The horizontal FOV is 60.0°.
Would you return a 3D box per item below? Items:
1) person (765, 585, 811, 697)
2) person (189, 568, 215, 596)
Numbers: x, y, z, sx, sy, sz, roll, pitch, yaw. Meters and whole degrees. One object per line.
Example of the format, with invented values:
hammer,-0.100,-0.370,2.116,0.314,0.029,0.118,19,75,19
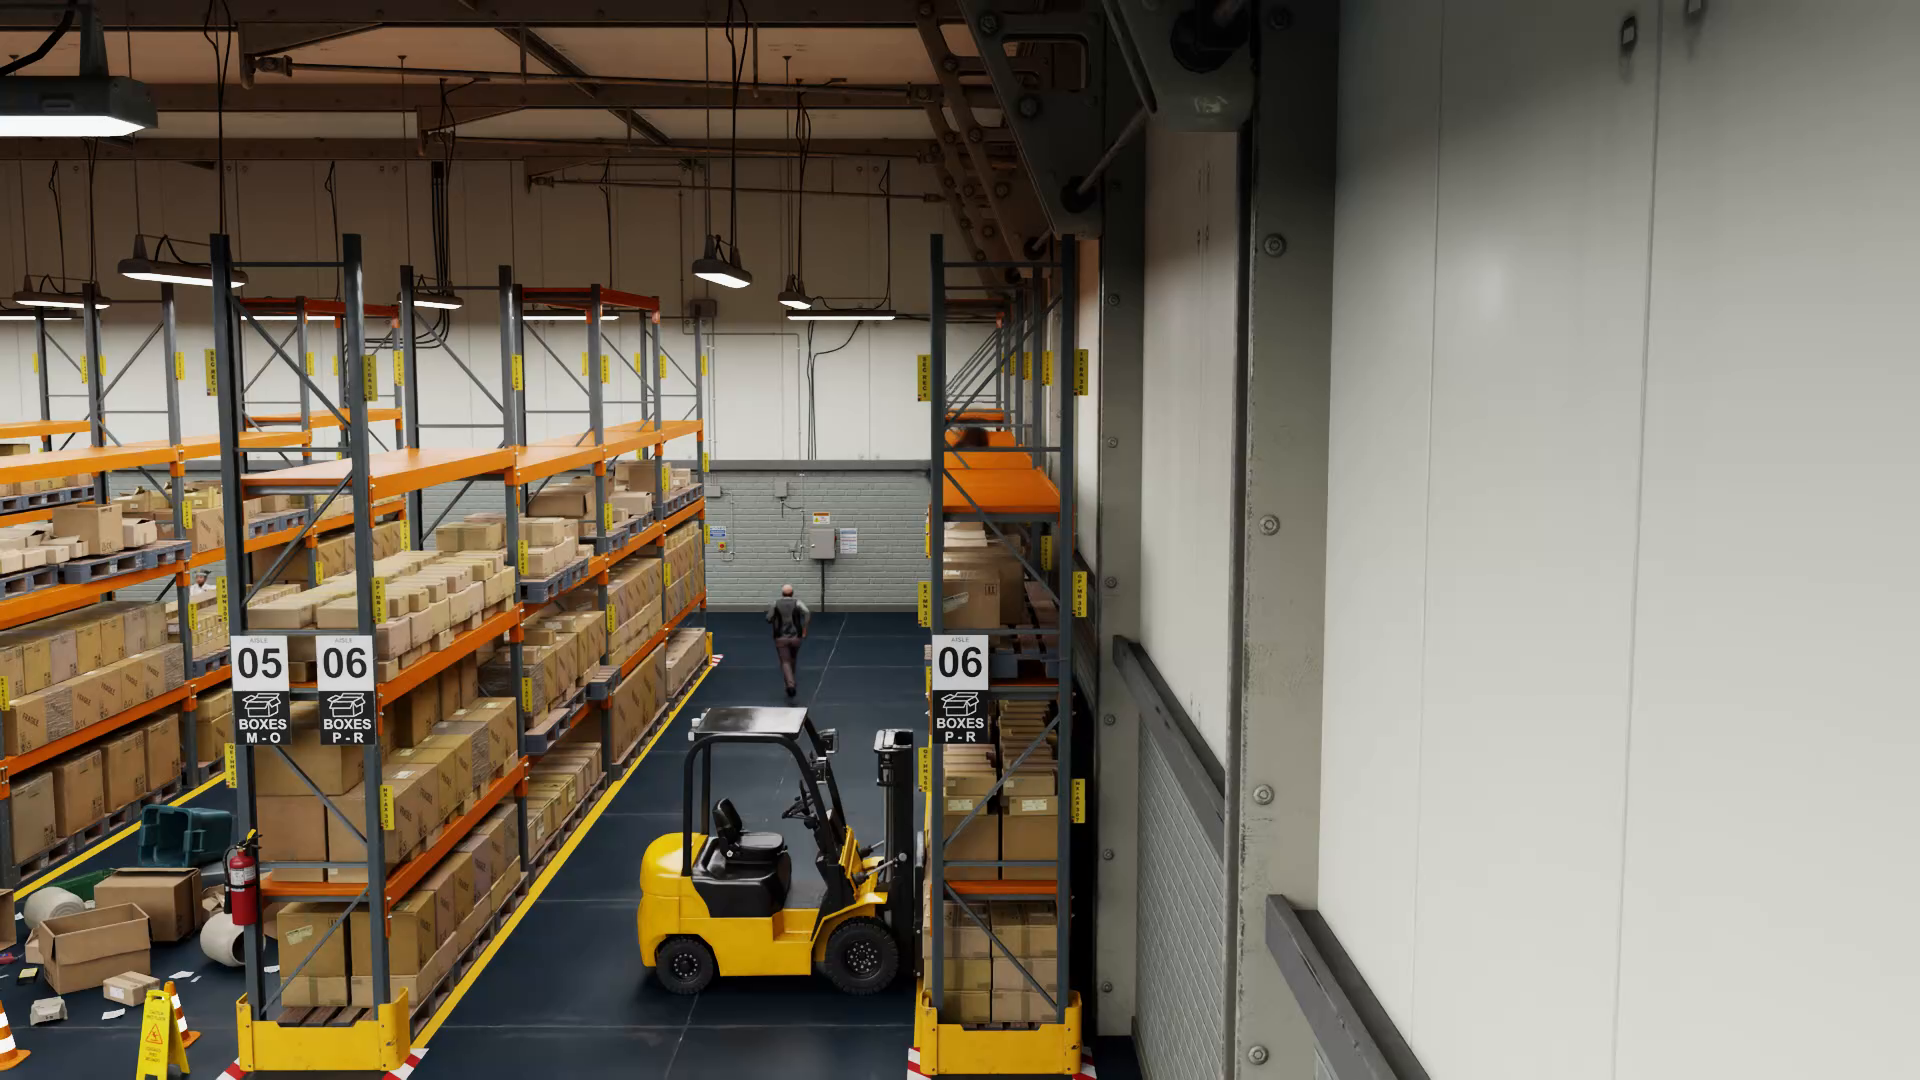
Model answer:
person,-2.577,1.567,25.077,0.652,1.737,0.998,-2,7,-16
person,-12.396,1.286,27.287,0.608,1.683,0.931,0,6,-4
